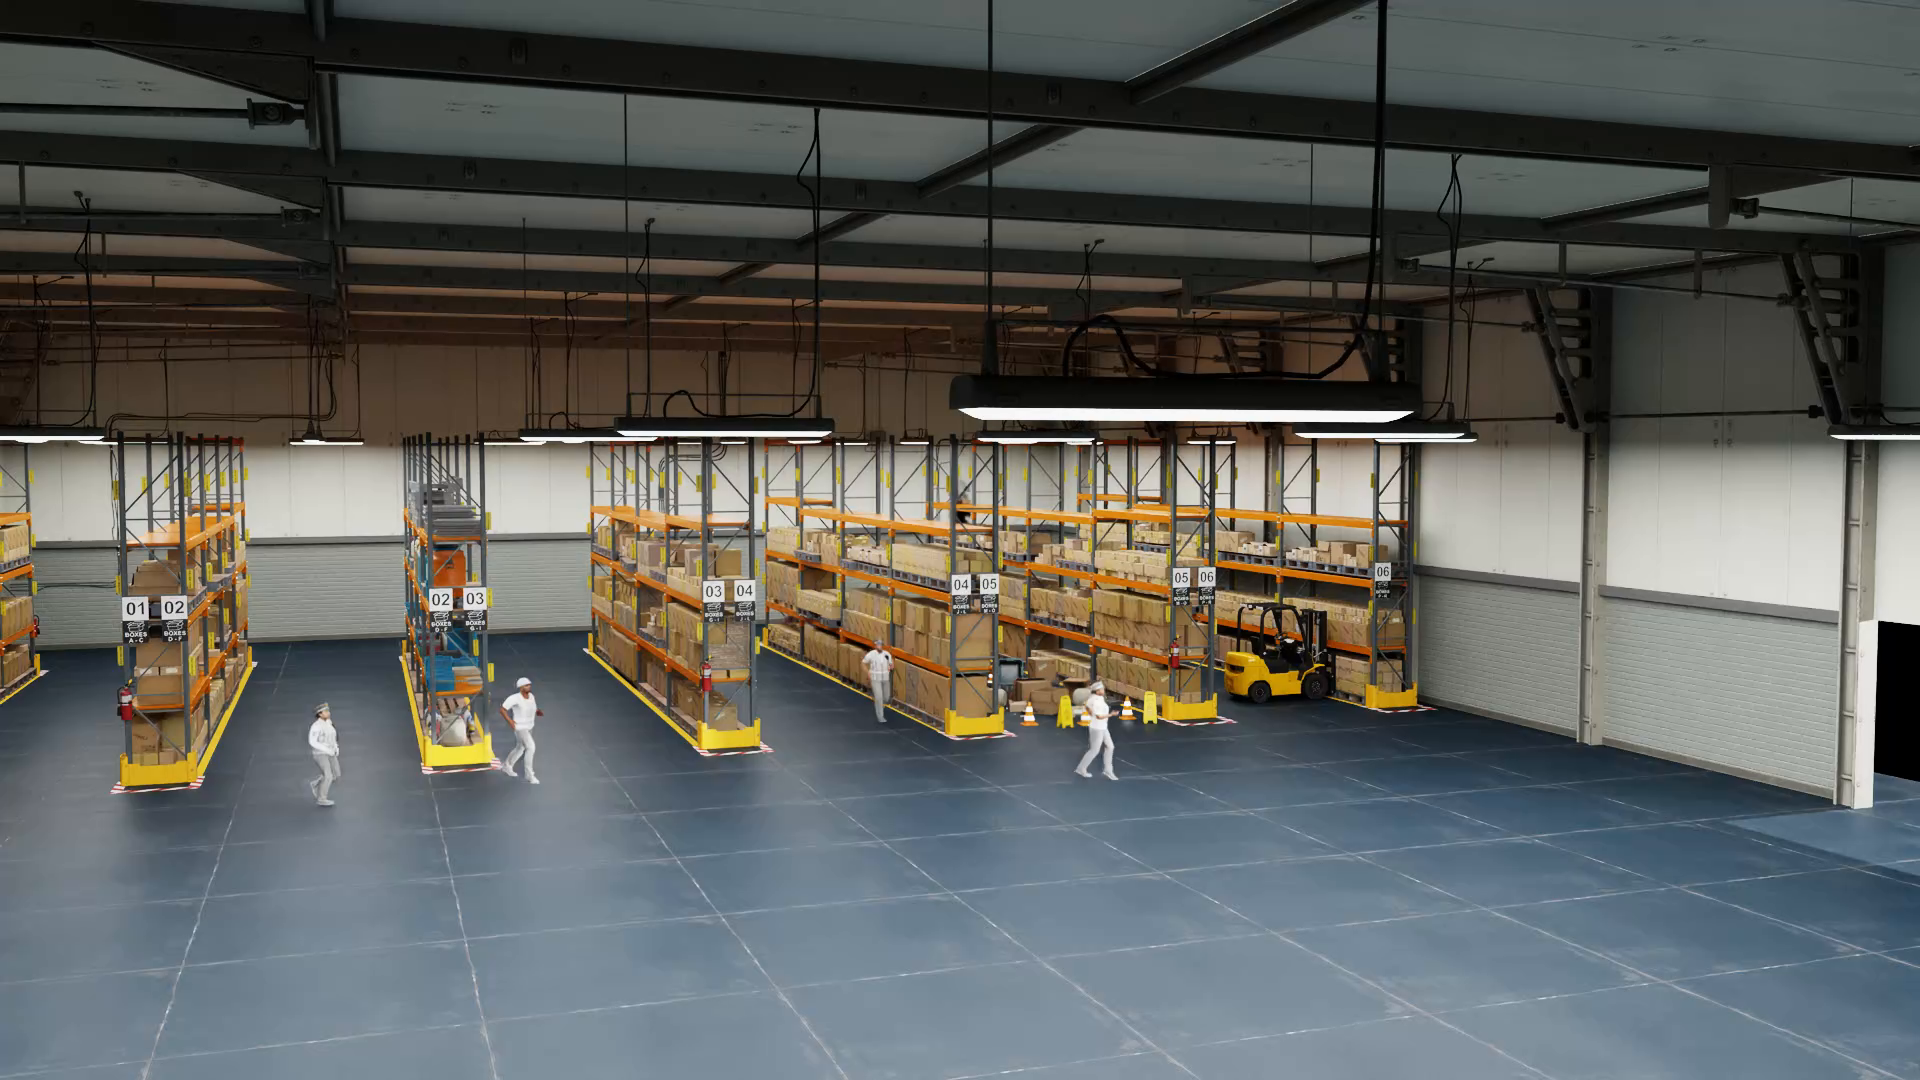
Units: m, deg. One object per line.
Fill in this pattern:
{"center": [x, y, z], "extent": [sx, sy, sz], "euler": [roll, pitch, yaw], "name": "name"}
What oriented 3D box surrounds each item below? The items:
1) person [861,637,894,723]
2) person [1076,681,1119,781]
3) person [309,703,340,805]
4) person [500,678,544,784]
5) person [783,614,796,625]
{"center": [-1.691, 2.909, 34.860], "extent": [0.676, 1.751, 0.865], "euler": [-1, 3, -23], "name": "person"}
{"center": [2.364, 3.284, 28.588], "extent": [0.742, 1.754, 0.560], "euler": [1, 3, 12], "name": "person"}
{"center": [-10.181, 3.415, 26.618], "extent": [0.560, 1.644, 0.669], "euler": [1, 3, 11], "name": "person"}
{"center": [-7.533, 3.259, 28.559], "extent": [0.790, 1.820, 0.686], "euler": [1, 3, 17], "name": "person"}
{"center": [-5.078, 2.159, 49.738], "extent": [0.795, 1.600, 0.642], "euler": [1, 3, 18], "name": "person"}
